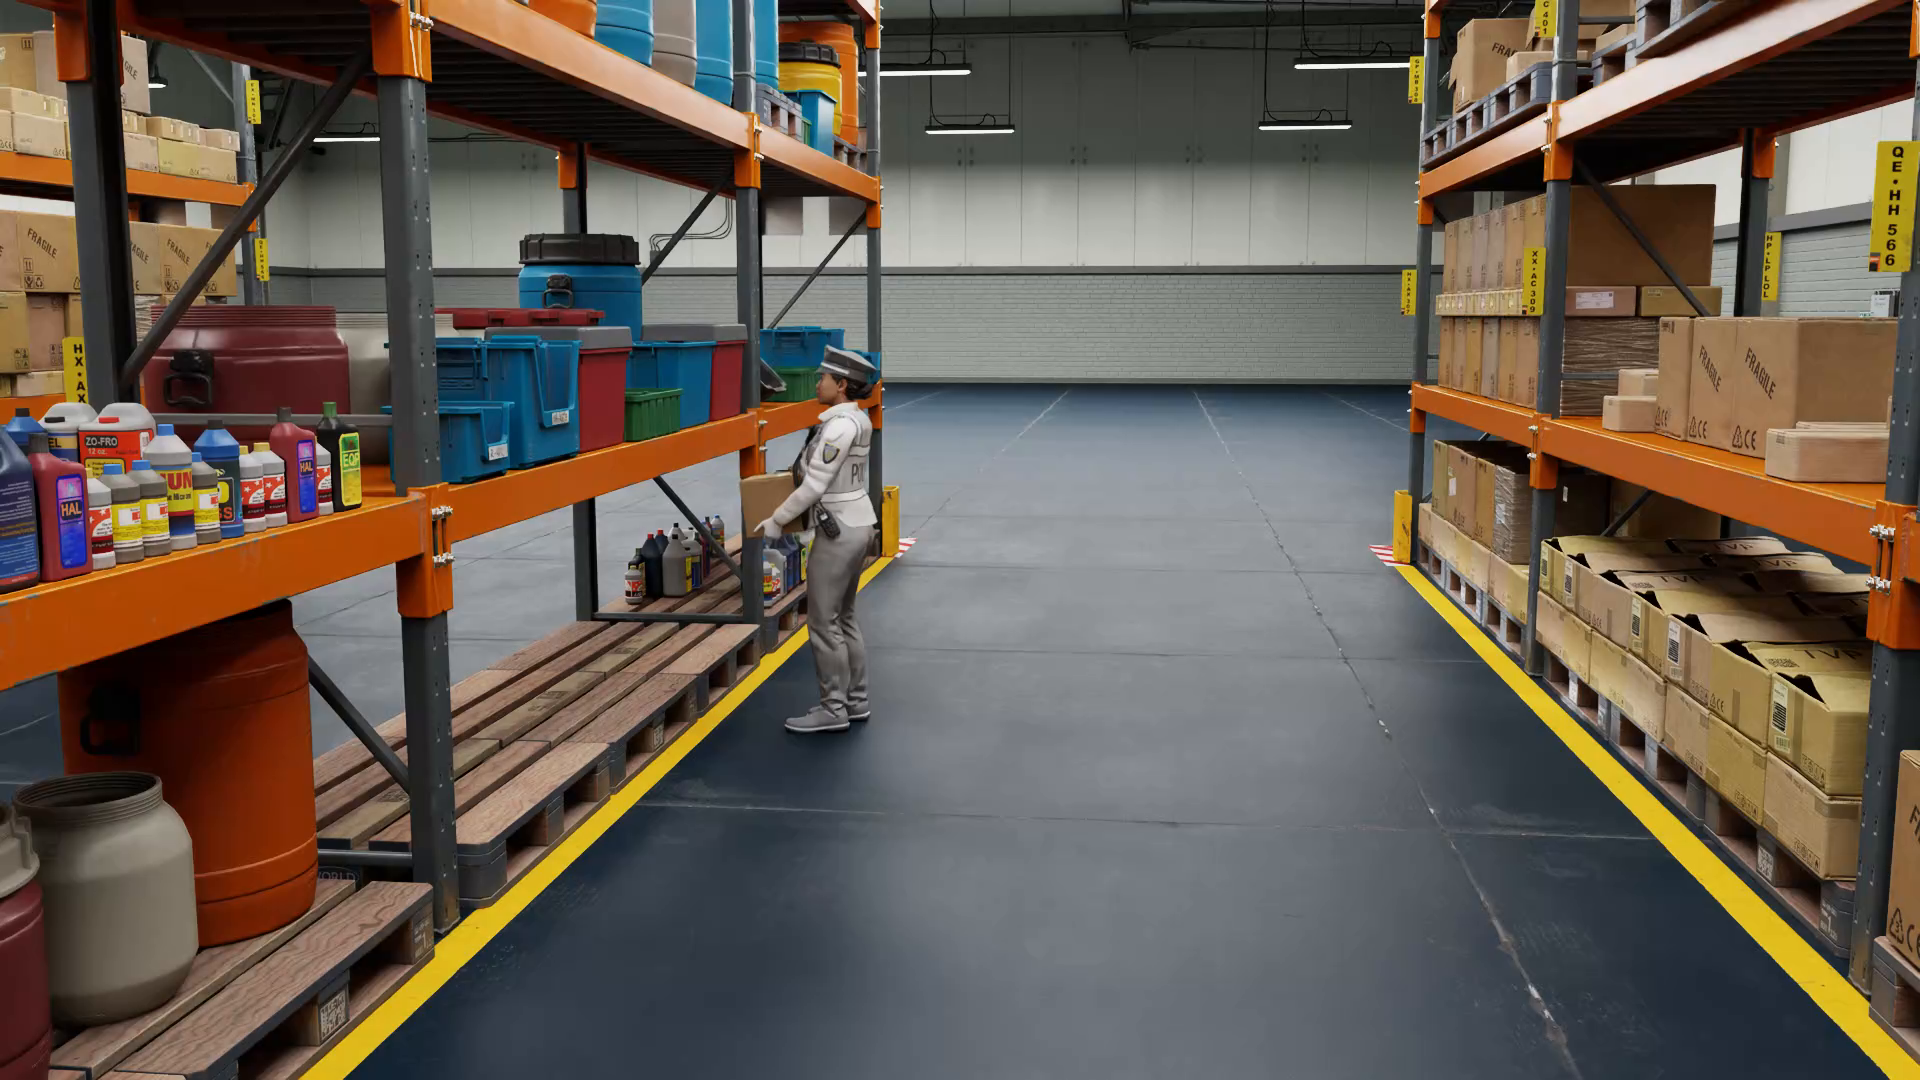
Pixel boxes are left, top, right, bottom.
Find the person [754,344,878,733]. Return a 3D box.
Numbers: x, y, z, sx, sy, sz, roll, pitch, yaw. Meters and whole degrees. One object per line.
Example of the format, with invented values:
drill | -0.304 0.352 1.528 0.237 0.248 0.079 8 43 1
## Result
person | -0.615 -0.008 7.284 0.523 1.691 0.453 1 8 6
